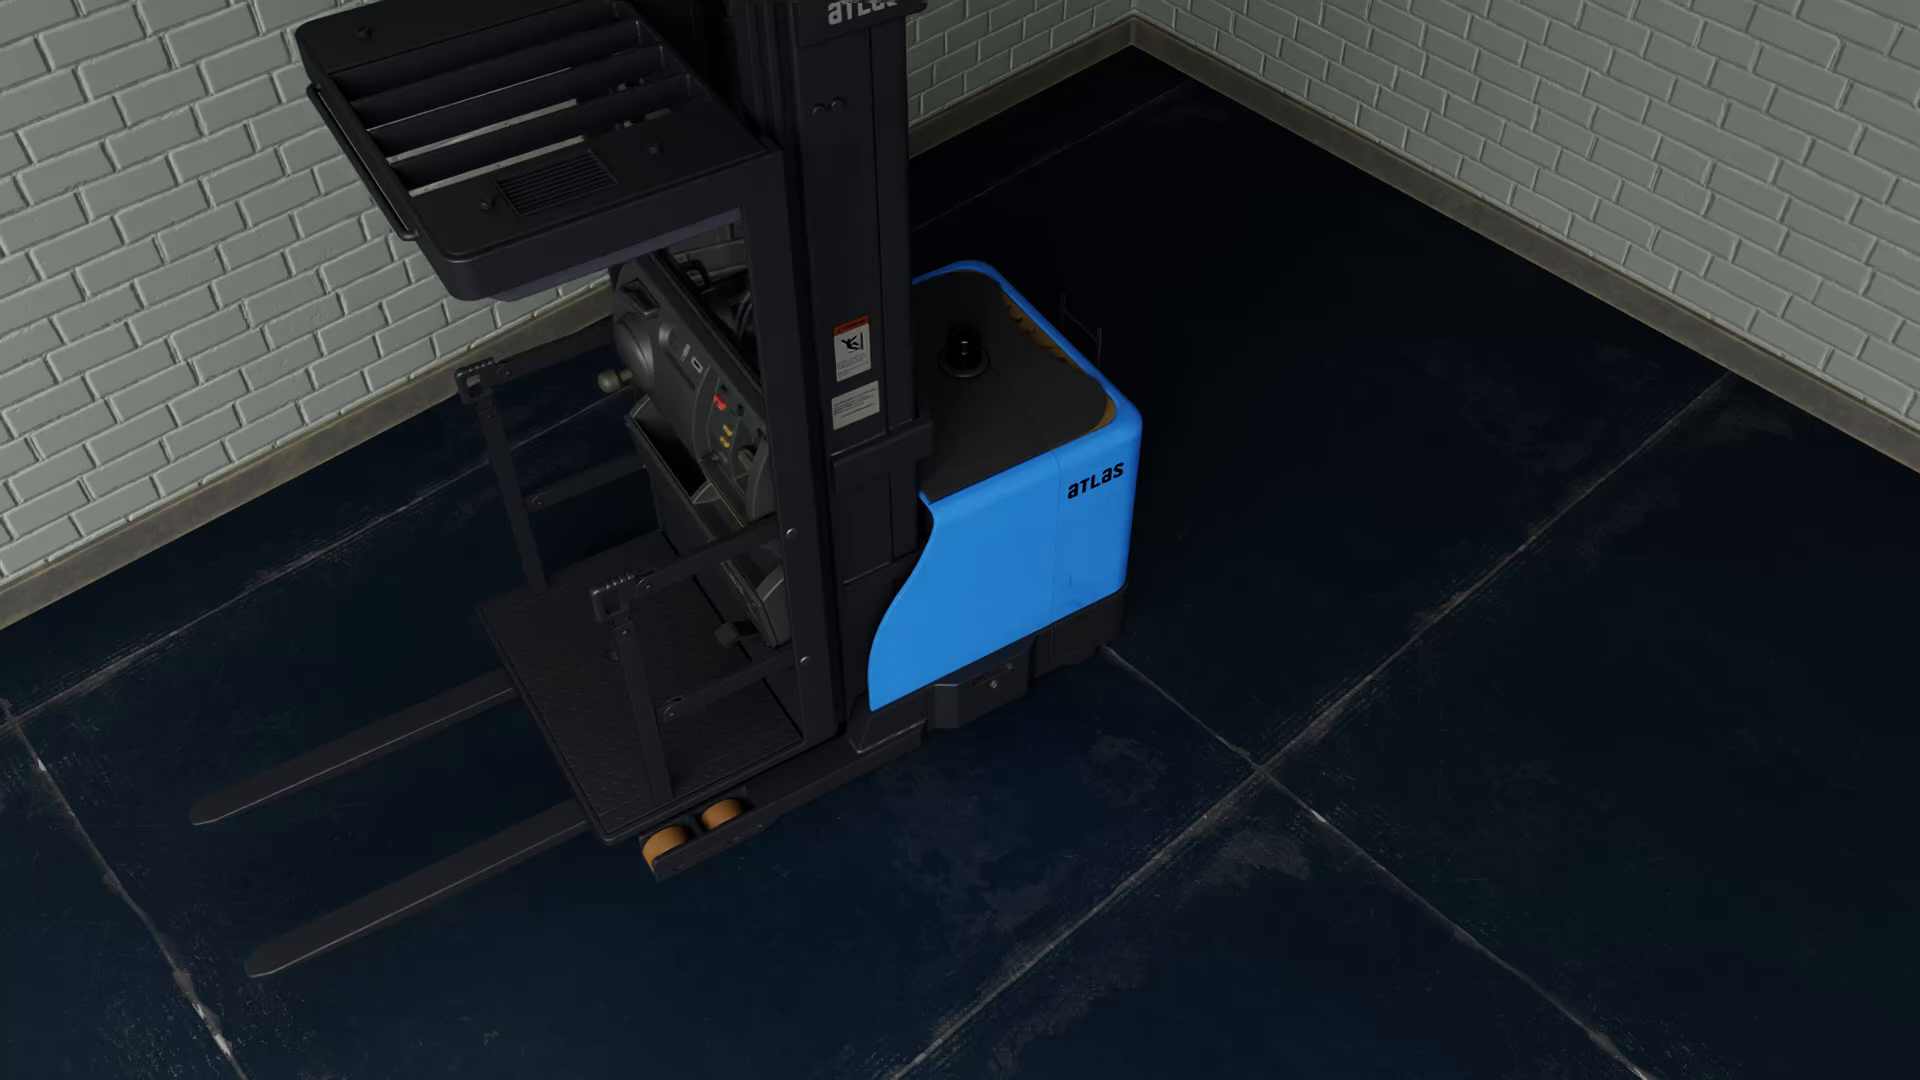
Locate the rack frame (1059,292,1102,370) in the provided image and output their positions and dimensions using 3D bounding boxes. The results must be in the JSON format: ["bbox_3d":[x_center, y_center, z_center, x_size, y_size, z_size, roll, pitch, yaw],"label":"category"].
[{"bbox_3d":[0.420,-0.489,6.089,0.006,0.900,0.240,-25,52,-21],"label":"rack frame"}]

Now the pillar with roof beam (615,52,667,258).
[{"bbox_3d":[1.666,-1.747,1.739,0.400,9.000,9.100,-34,56,-27],"label":"pillar with roof beam"}]

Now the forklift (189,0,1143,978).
[{"bbox_3d":[-0.937,-0.377,4.604,3.031,2.935,1.130,-25,52,-21],"label":"forklift"}]

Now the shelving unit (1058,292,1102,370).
[{"bbox_3d":[0.334,-0.450,6.053,0.210,0.900,0.258,-25,52,-21],"label":"shelving unit"}]
